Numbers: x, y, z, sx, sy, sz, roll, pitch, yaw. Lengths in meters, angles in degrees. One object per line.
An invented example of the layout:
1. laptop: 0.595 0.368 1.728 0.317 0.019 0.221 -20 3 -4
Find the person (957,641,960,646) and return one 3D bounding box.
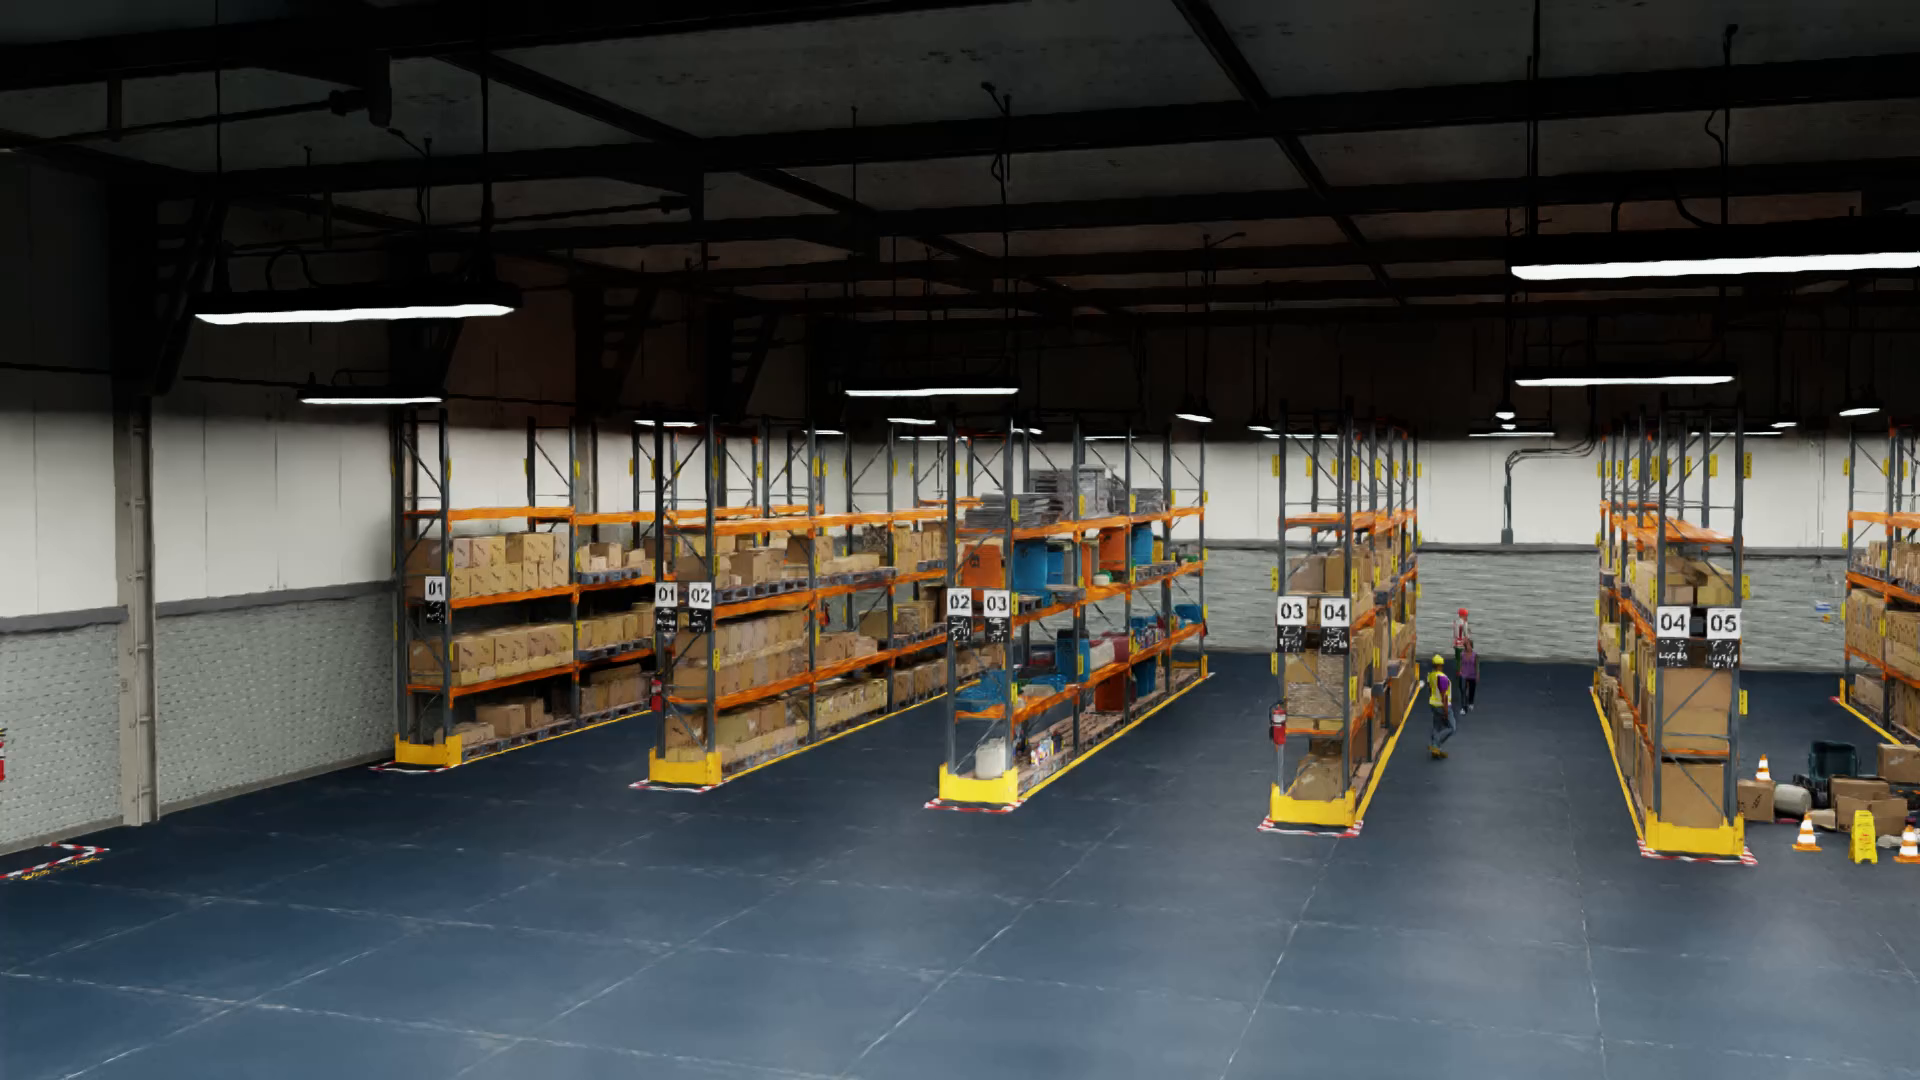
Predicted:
1. person: -0.165 2.157 46.130 0.553 1.709 1.123 1 3 21

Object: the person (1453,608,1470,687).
1. person: 11.545 2.457 38.111 0.466 1.787 0.629 0 2 -10

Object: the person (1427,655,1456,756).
1. person: 8.319 2.885 28.859 0.456 1.753 0.610 0 2 -9

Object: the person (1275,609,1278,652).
1. person: 8.513 2.311 43.512 0.622 1.661 0.613 -1 3 -16

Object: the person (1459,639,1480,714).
1. person: 10.409 2.771 33.985 0.415 1.517 1.042 1 3 16
